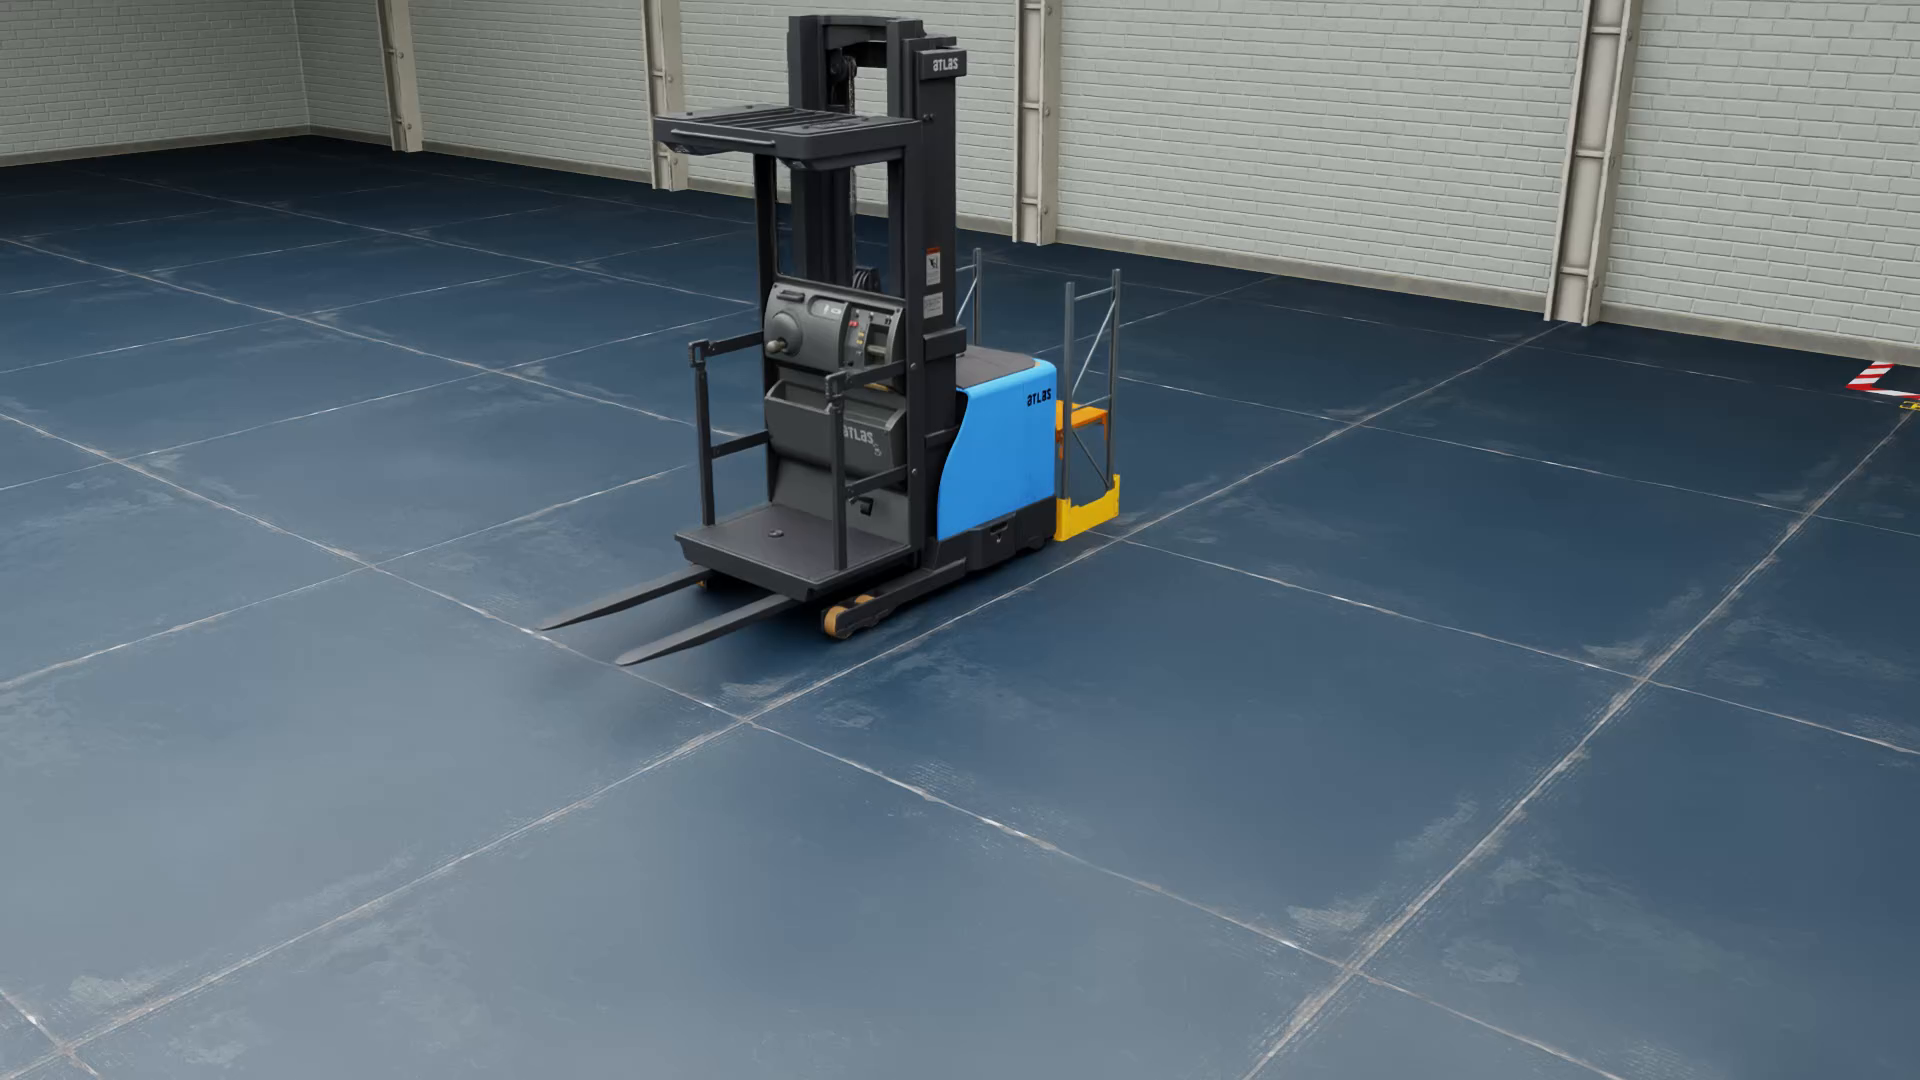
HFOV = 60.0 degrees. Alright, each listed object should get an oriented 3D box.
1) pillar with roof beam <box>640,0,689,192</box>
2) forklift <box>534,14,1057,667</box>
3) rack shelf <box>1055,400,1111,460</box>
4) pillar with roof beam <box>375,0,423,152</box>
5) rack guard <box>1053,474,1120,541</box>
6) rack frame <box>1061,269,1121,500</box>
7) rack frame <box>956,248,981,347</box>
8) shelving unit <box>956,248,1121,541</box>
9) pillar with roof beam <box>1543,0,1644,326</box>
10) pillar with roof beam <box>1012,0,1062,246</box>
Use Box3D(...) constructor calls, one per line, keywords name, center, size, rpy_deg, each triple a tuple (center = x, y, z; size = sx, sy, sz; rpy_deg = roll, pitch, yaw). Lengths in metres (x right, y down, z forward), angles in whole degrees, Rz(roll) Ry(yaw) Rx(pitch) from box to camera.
Box3D(name="pillar with roof beam", center=(-6.544, -7.679, 17.279), size=(0.400, 9.000, 9.100), rpy_deg=(16, 26, 36))
Box3D(name="forklift", center=(-0.792, -1.074, 8.363), size=(1.130, 2.935, 3.031), rpy_deg=(17, 27, 38))
Box3D(name="rack shelf", center=(0.357, -0.728, 9.983), size=(1.000, 0.185, 0.538), rpy_deg=(16, 26, 36))
Box3D(name="pillar with roof beam", center=(-11.192, -9.018, 20.829), size=(0.400, 9.000, 9.100), rpy_deg=(16, 26, 36))
Box3D(name="rack guard", center=(0.751, -0.199, 9.841), size=(0.087, 0.250, 0.587), rpy_deg=(16, 26, 36))
Box3D(name="rack frame", center=(0.752, -0.783, 9.620), size=(0.032, 1.500, 0.500), rpy_deg=(16, 26, 36))
Box3D(name="rack frame", center=(-0.038, -1.009, 10.219), size=(0.032, 1.500, 0.500), rpy_deg=(16, 26, 36))
Box3D(name="shelving unit", center=(0.364, -0.894, 9.914), size=(1.083, 1.500, 0.587), rpy_deg=(16, 26, 36))
Box3D(name="pillar with roof beam", center=(2.753, -5.002, 10.179), size=(0.400, 9.000, 9.100), rpy_deg=(16, 26, 36))
Box3D(name="pillar with roof beam", center=(-1.895, -6.341, 13.729), size=(0.400, 9.000, 9.100), rpy_deg=(16, 26, 36))
